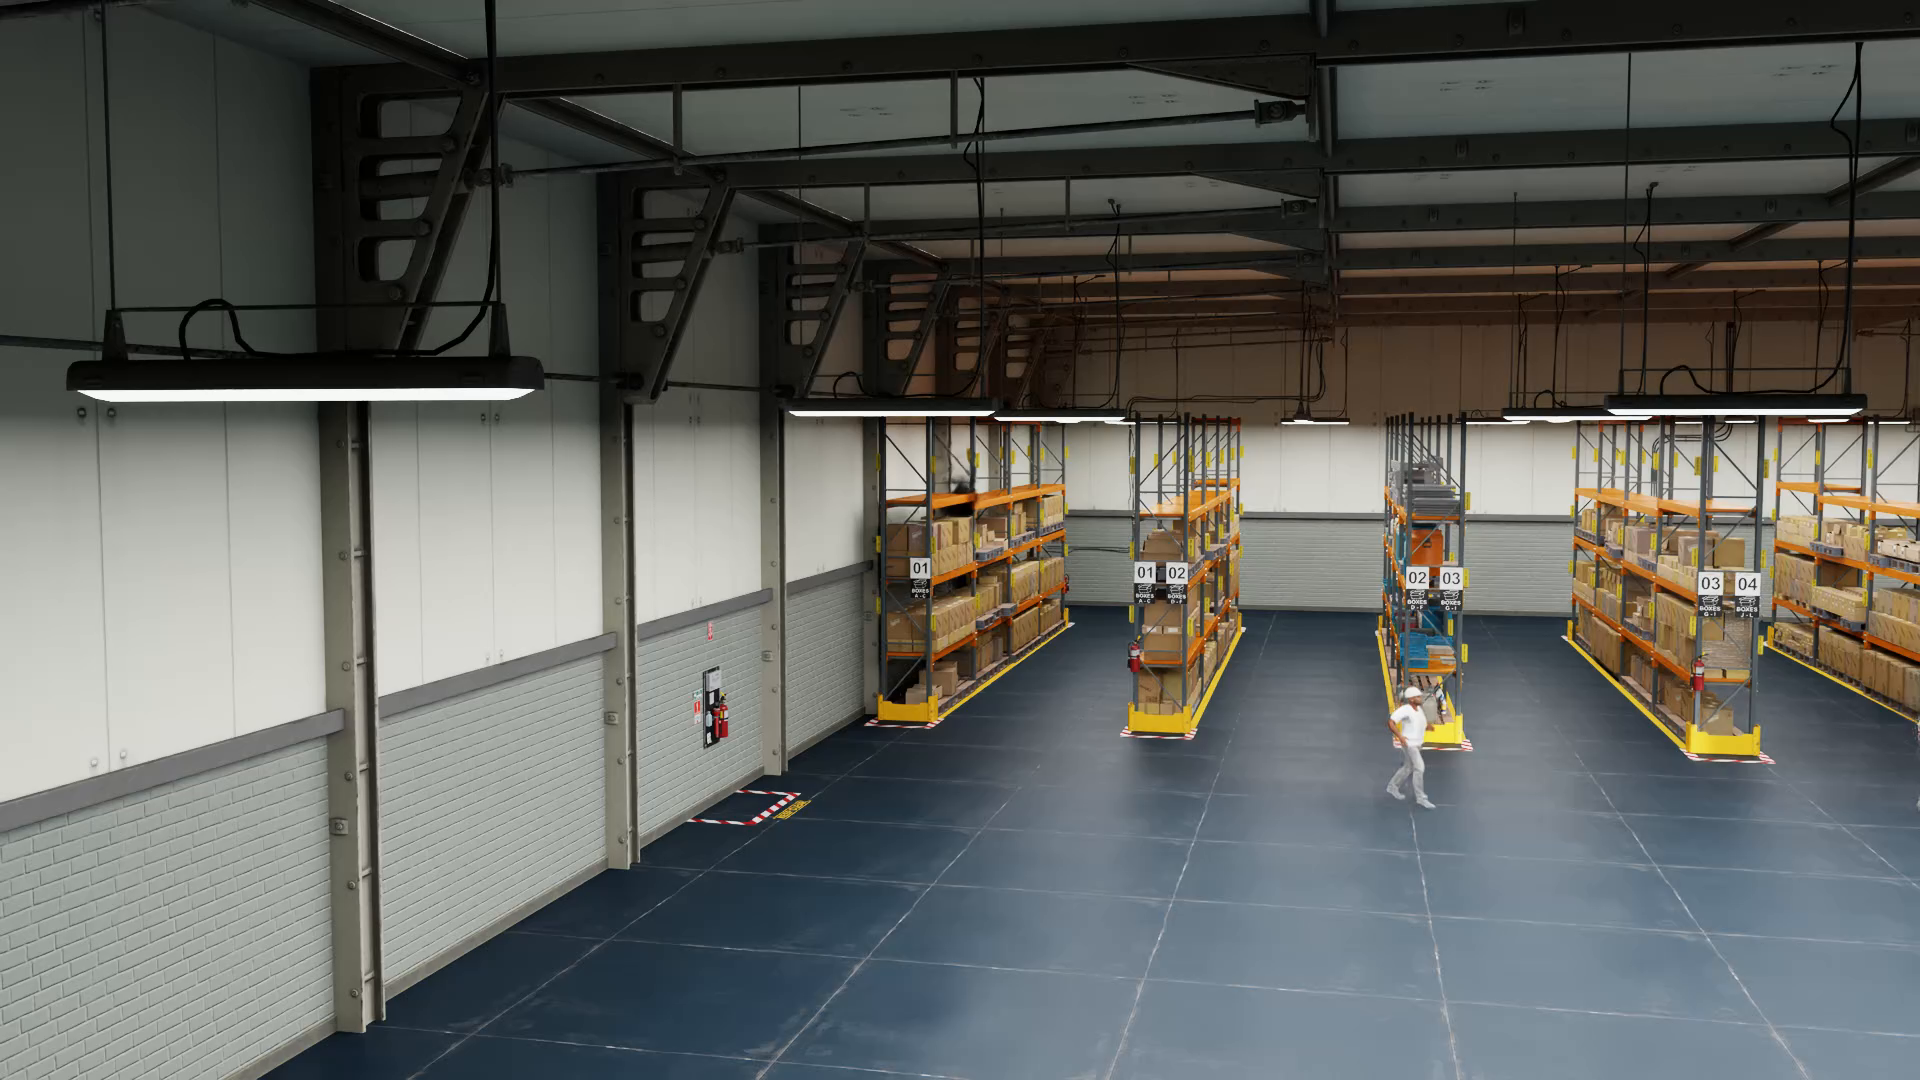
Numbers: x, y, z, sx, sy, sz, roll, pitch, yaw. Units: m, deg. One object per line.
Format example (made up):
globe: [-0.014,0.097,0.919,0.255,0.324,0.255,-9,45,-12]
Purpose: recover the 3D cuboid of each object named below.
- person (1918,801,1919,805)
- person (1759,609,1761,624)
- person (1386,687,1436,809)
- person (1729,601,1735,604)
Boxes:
person: [14.544,3.207,24.434,0.625,1.862,0.769,-3,5,-40]
person: [19.442,2.179,41.017,0.597,1.524,0.756,1,4,19]
person: [6.853,3.118,25.193,0.827,1.793,0.687,3,5,36]
person: [17.962,2.251,38.583,0.682,1.734,0.703,1,4,15]
